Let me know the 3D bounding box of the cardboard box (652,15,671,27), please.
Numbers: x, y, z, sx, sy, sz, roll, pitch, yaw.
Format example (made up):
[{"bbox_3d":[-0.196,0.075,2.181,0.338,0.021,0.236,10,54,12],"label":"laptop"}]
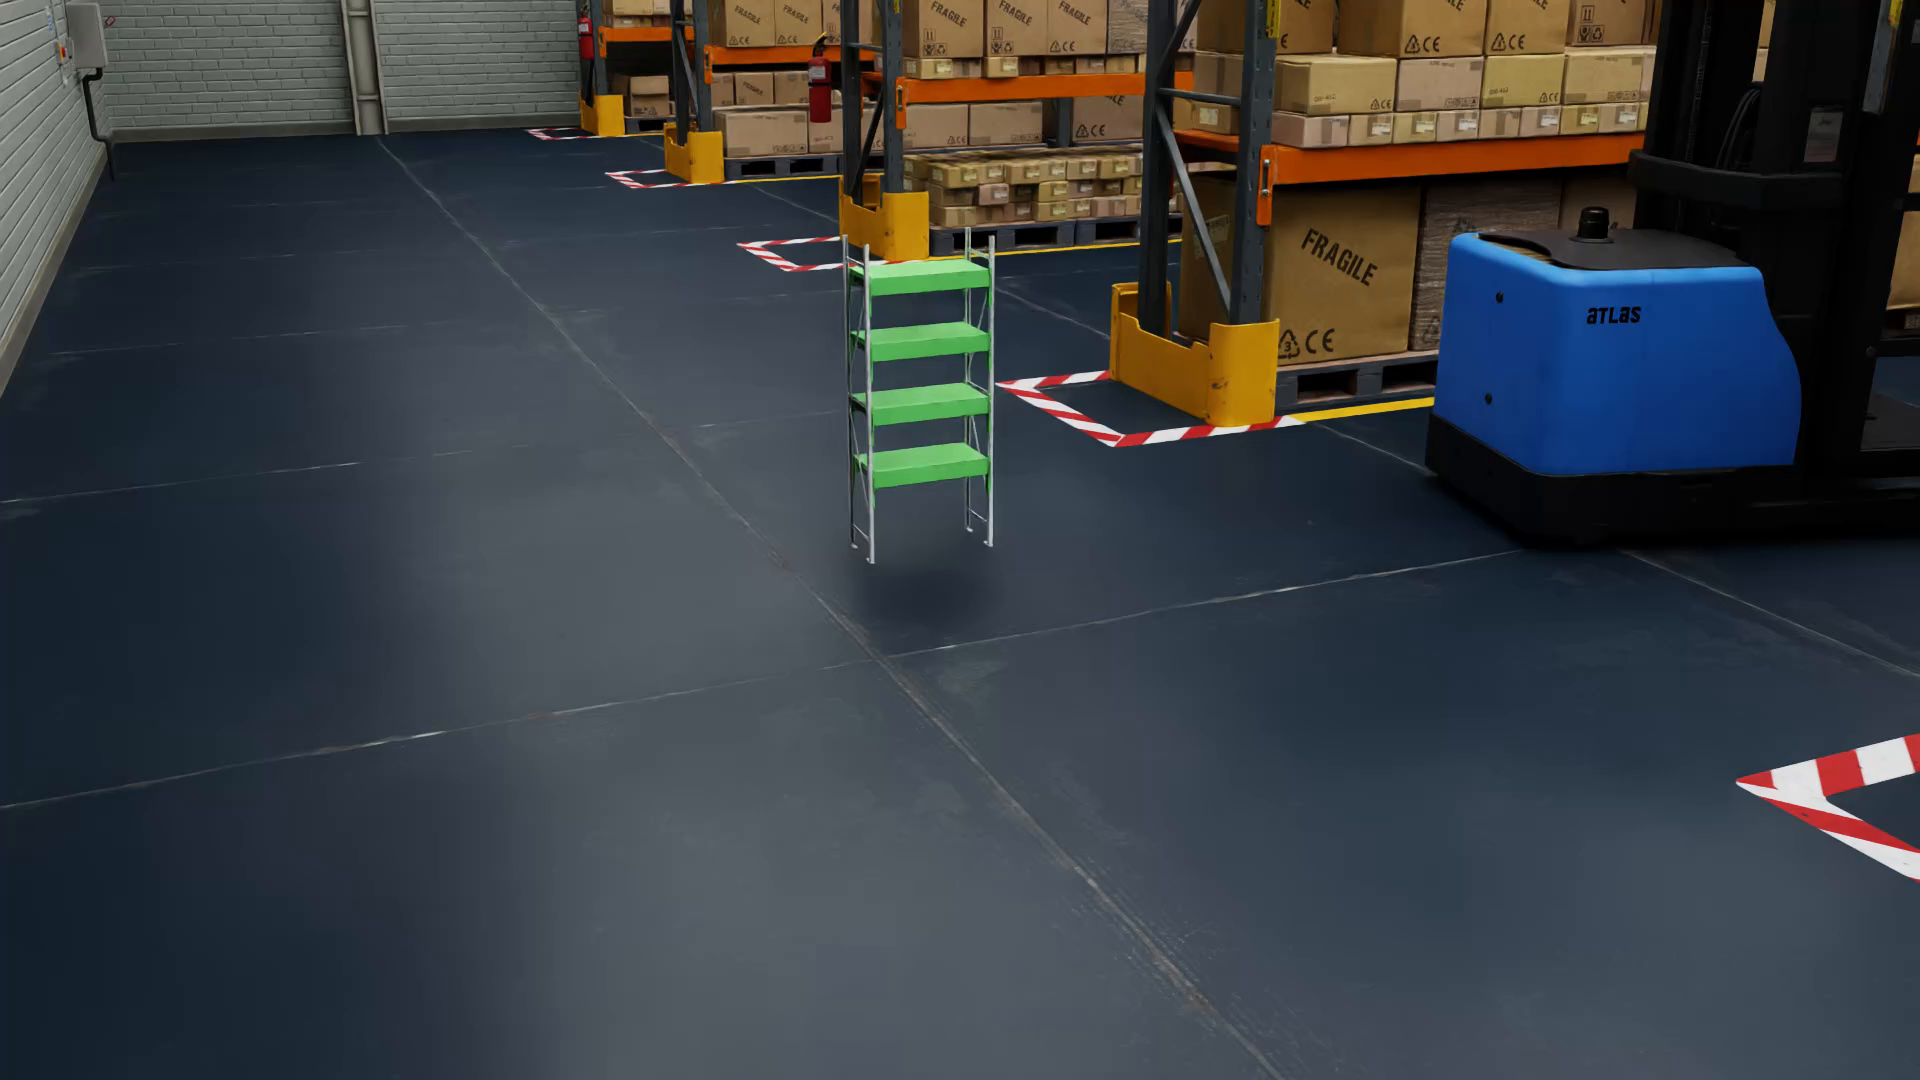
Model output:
[{"bbox_3d":[-3.840,-6.626,21.201,0.250,0.149,0.380,-8,21,-23],"label":"cardboard box"}]

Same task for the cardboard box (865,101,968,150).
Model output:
[{"bbox_3d":[-0.492,-4.527,18.087,0.875,0.438,0.875,-9,21,-24],"label":"cardboard box"}]

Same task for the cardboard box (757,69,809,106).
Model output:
[{"bbox_3d":[-2.341,-6.000,22.177,0.500,0.500,0.700,-9,21,-24],"label":"cardboard box"}]

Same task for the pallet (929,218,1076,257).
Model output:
[{"bbox_3d":[0.159,-2.473,13.229,1.213,0.211,1.003,-8,21,-22],"label":"pallet"}]

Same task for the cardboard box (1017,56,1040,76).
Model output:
[{"bbox_3d":[0.426,-3.648,12.744,0.250,0.149,0.380,-7,21,-19],"label":"cardboard box"}]

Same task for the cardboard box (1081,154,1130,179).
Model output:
[{"bbox_3d":[1.146,-2.961,13.179,0.250,0.149,0.380,-8,21,-21],"label":"cardboard box"}]

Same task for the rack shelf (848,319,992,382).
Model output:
[{"bbox_3d":[-0.152,-0.710,6.202,0.480,0.148,0.258,-8,21,-22],"label":"rack shelf"}]

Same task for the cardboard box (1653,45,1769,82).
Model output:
[{"bbox_3d":[4.098,-2.545,9.013,0.500,0.250,0.500,-7,21,-20],"label":"cardboard box"}]

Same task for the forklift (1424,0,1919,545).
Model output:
[{"bbox_3d":[3.584,-1.575,6.582,3.031,2.935,1.130,-3,20,-9],"label":"forklift"}]

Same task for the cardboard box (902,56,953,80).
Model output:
[{"bbox_3d":[-0.243,-3.507,12.343,0.250,0.149,0.380,-8,21,-22],"label":"cardboard box"}]

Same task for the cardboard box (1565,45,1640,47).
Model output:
[{"bbox_3d":[3.407,-2.637,9.272,0.500,0.250,0.500,-8,21,-21],"label":"cardboard box"}]

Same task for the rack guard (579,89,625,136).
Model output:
[{"bbox_3d":[-4.624,-5.523,21.455,0.348,0.500,1.175,-8,21,-22],"label":"rack guard"}]

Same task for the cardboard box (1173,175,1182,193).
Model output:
[{"bbox_3d":[1.607,-2.912,13.489,0.250,0.149,0.380,-9,21,-24],"label":"cardboard box"}]

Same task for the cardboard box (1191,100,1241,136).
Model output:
[{"bbox_3d":[1.398,-2.185,8.591,0.250,0.149,0.380,-8,21,-21],"label":"cardboard box"}]

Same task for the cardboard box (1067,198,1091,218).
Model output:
[{"bbox_3d":[0.845,-2.664,13.232,0.250,0.149,0.380,-8,21,-22],"label":"cardboard box"}]

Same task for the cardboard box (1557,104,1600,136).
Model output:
[{"bbox_3d":[3.070,-2.187,8.595,0.250,0.149,0.380,-9,21,-23],"label":"cardboard box"}]

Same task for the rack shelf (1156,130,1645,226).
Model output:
[{"bbox_3d":[3.038,-2.080,8.997,4.000,0.370,1.077,-8,21,-22],"label":"rack shelf"}]

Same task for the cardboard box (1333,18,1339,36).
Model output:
[{"bbox_3d":[3.288,-4.401,14.250,0.250,0.149,0.380,-9,21,-23],"label":"cardboard box"}]

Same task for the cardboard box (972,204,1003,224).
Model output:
[{"bbox_3d":[0.145,-2.567,12.955,0.250,0.149,0.380,-8,21,-22],"label":"cardboard box"}]

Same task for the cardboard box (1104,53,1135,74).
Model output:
[{"bbox_3d":[1.169,-3.727,12.970,0.250,0.149,0.380,-7,21,-20],"label":"cardboard box"}]

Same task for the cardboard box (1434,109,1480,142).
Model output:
[{"bbox_3d":[2.367,-2.087,8.311,0.250,0.149,0.380,-8,21,-23],"label":"cardboard box"}]

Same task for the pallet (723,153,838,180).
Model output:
[{"bbox_3d":[-2.021,-3.992,17.543,1.213,0.211,1.003,-8,21,-22],"label":"pallet"}]

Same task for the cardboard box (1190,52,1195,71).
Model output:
[{"bbox_3d":[1.886,-3.826,13.250,0.250,0.149,0.380,-9,21,-24],"label":"cardboard box"}]

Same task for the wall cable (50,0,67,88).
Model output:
[{"bbox_3d":[-7.892,-4.924,14.413,0.123,1.953,0.585,-8,21,-22],"label":"wall cable"}]

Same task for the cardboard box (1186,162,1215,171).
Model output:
[{"bbox_3d":[1.853,-3.062,13.466,0.250,0.149,0.380,-9,21,-25],"label":"cardboard box"}]

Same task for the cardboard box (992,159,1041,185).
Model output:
[{"bbox_3d":[0.433,-2.849,12.861,0.250,0.149,0.380,-8,21,-22],"label":"cardboard box"}]

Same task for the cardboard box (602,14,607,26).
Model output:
[{"bbox_3d":[-4.496,-6.699,21.409,0.250,0.149,0.380,-8,21,-23],"label":"cardboard box"}]

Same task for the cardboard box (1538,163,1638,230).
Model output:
[{"bbox_3d":[3.410,-1.698,9.395,0.875,0.875,0.875,-8,21,-22],"label":"cardboard box"}]

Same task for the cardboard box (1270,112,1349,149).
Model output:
[{"bbox_3d":[1.658,-1.984,8.019,0.250,0.149,0.380,-8,21,-21],"label":"cardboard box"}]

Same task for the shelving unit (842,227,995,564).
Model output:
[{"bbox_3d":[-0.152,-0.544,6.261,0.503,1.200,0.258,-8,21,-22],"label":"shelving unit"}]

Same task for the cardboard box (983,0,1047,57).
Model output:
[{"bbox_3d":[0.332,-3.923,12.549,0.500,0.500,0.500,-8,21,-22],"label":"cardboard box"}]

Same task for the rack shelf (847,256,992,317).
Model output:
[{"bbox_3d":[-0.152,-0.937,6.123,0.480,0.148,0.258,-8,21,-22],"label":"rack shelf"}]

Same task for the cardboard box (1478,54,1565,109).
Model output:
[{"bbox_3d":[2.686,-2.342,8.436,0.500,0.250,0.500,-9,21,-24],"label":"cardboard box"}]

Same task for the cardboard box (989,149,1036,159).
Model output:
[{"bbox_3d":[0.419,-3.066,13.479,0.250,0.149,0.380,-9,21,-24],"label":"cardboard box"}]

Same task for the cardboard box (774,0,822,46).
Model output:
[{"bbox_3d":[-1.716,-5.277,16.841,0.500,0.500,0.500,-8,21,-23],"label":"cardboard box"}]

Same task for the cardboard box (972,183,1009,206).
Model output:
[{"bbox_3d":[0.186,-2.686,12.845,0.250,0.149,0.380,-8,21,-22],"label":"cardboard box"}]

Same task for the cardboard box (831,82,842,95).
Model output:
[{"bbox_3d":[-1.721,-6.133,22.840,0.500,0.311,0.500,-7,21,-20],"label":"cardboard box"}]

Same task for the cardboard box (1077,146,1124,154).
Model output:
[{"bbox_3d":[1.159,-3.163,13.753,0.250,0.149,0.380,-8,21,-22],"label":"cardboard box"}]

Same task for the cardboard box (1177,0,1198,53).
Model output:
[{"bbox_3d":[1.736,-4.113,13.090,0.500,0.500,0.500,-8,21,-22],"label":"cardboard box"}]

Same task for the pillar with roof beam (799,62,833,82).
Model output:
[{"bbox_3d":[-0.312,-8.918,18.301,0.400,9.000,9.100,-8,21,-22],"label":"pillar with roof beam"}]

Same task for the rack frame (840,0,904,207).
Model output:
[{"bbox_3d":[-0.671,-3.682,12.464,0.127,3.000,1.000,-8,21,-22],"label":"rack frame"}]

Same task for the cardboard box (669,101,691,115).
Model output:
[{"bbox_3d":[-3.689,-5.641,21.686,0.250,0.149,0.380,-9,21,-24],"label":"cardboard box"}]

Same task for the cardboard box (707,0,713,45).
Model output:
[{"bbox_3d":[-2.386,-5.370,17.106,0.500,0.500,0.500,-8,21,-22],"label":"cardboard box"}]

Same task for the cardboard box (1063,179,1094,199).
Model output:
[{"bbox_3d":[0.860,-2.809,13.197,0.250,0.149,0.380,-9,21,-25],"label":"cardboard box"}]

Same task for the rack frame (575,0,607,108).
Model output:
[{"bbox_3d":[-4.694,-6.692,21.011,0.127,3.000,1.000,-8,21,-22],"label":"rack frame"}]

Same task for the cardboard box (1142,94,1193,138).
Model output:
[{"bbox_3d":[2.313,-5.128,19.136,0.875,0.875,0.875,-8,21,-20],"label":"cardboard box"}]

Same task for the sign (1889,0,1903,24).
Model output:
[{"bbox_3d":[5.095,-2.960,8.988,0.005,0.325,0.100,-8,21,-22],"label":"sign"}]

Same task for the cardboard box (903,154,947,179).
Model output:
[{"bbox_3d":[-0.285,-2.963,13.186,0.250,0.149,0.380,-8,21,-21],"label":"cardboard box"}]

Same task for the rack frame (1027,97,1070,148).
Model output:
[{"bbox_3d":[0.949,-5.705,18.208,0.127,3.000,1.000,-8,21,-22],"label":"rack frame"}]

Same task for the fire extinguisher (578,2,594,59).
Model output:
[{"bbox_3d":[-4.646,-6.319,20.631,0.183,0.674,0.296,-8,21,-22],"label":"fire extinguisher"}]

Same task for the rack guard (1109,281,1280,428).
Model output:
[{"bbox_3d":[1.179,-0.974,8.537,0.348,0.500,1.175,-8,21,-22],"label":"rack guard"}]

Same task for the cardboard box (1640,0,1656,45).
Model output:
[{"bbox_3d":[3.878,-3.059,9.341,0.500,0.500,0.500,-8,21,-22],"label":"cardboard box"}]

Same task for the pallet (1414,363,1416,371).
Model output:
[{"bbox_3d":[3.023,-1.130,9.412,1.213,0.211,1.003,-8,21,-22],"label":"pallet"}]

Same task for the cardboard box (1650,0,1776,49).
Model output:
[{"bbox_3d":[4.096,-2.899,8.889,0.500,0.500,0.500,-8,21,-21],"label":"cardboard box"}]

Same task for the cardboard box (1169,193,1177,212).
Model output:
[{"bbox_3d":[1.561,-2.757,13.495,0.250,0.149,0.380,-8,21,-21],"label":"cardboard box"}]
